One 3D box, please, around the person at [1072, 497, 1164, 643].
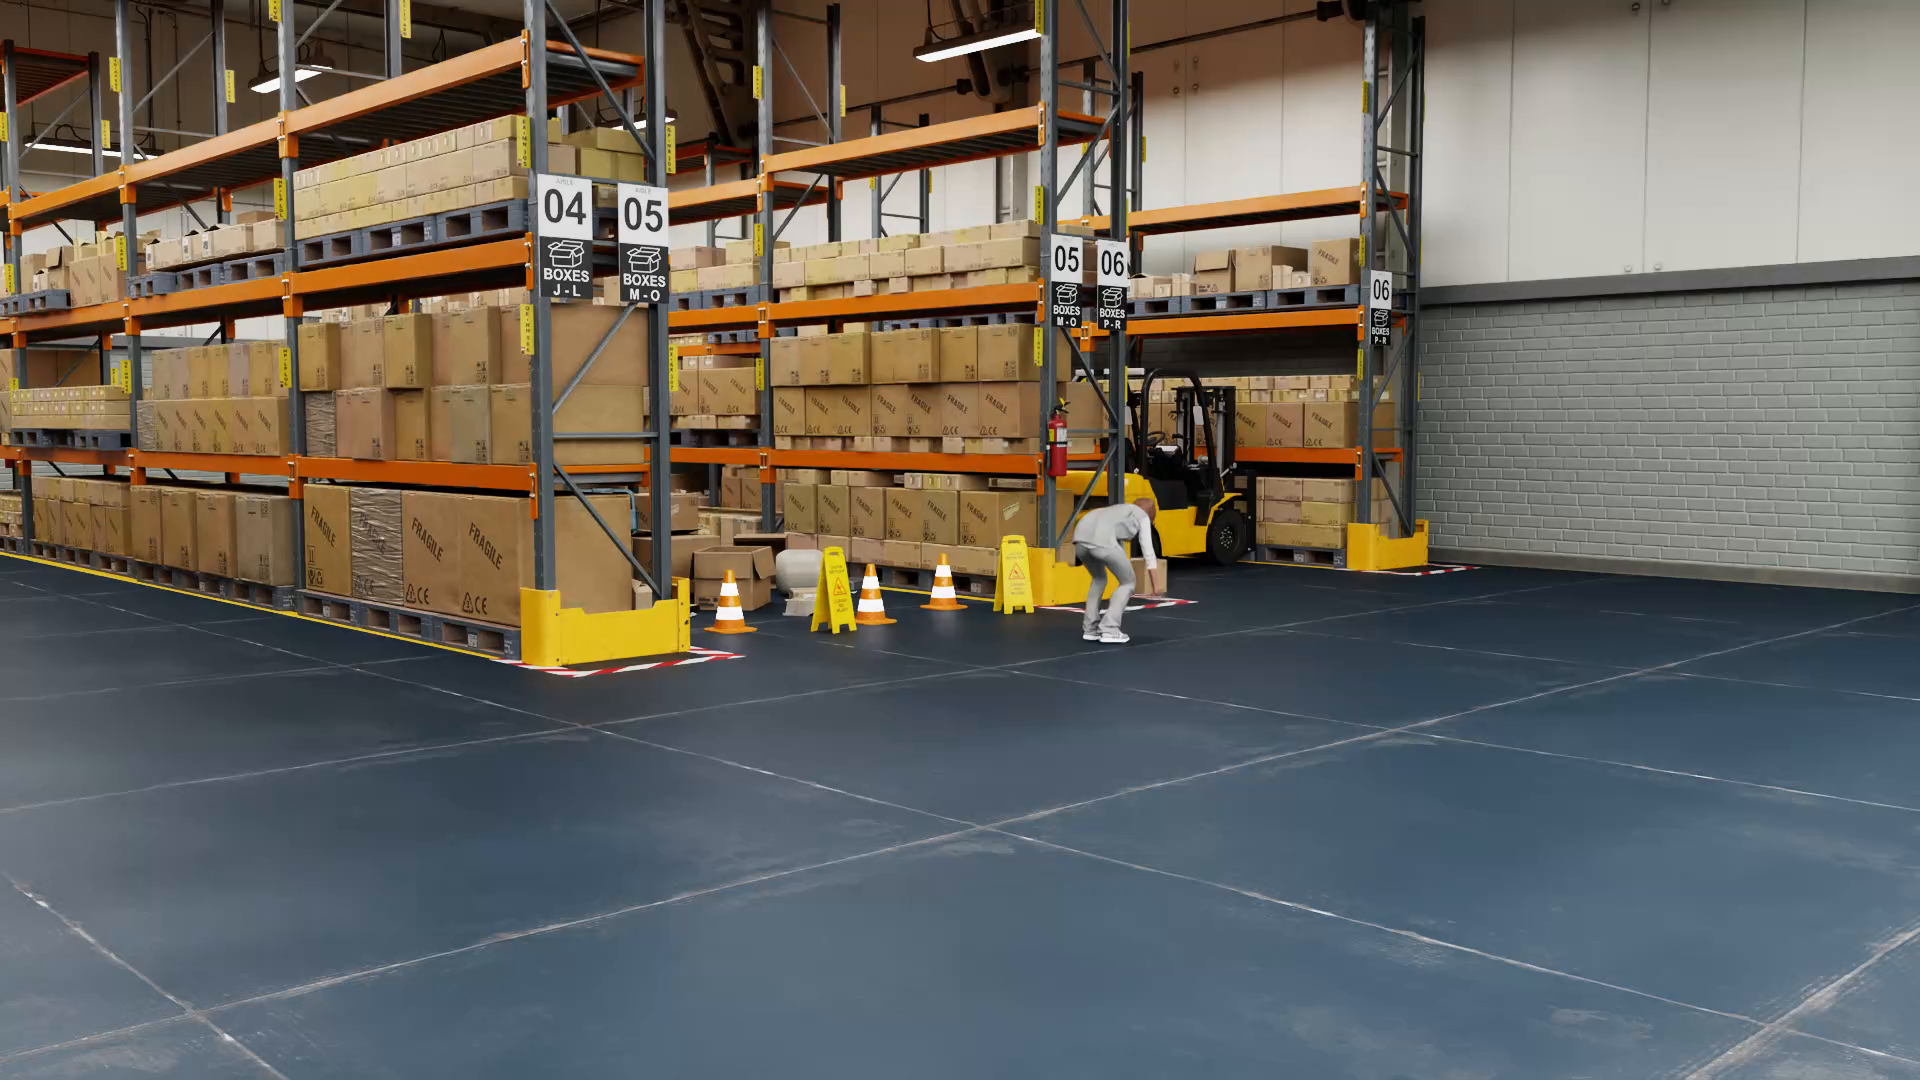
[{"bbox_3d":[1.160,0.216,12.178,0.407,1.039,0.855,4,6,43],"label":"person"}]
